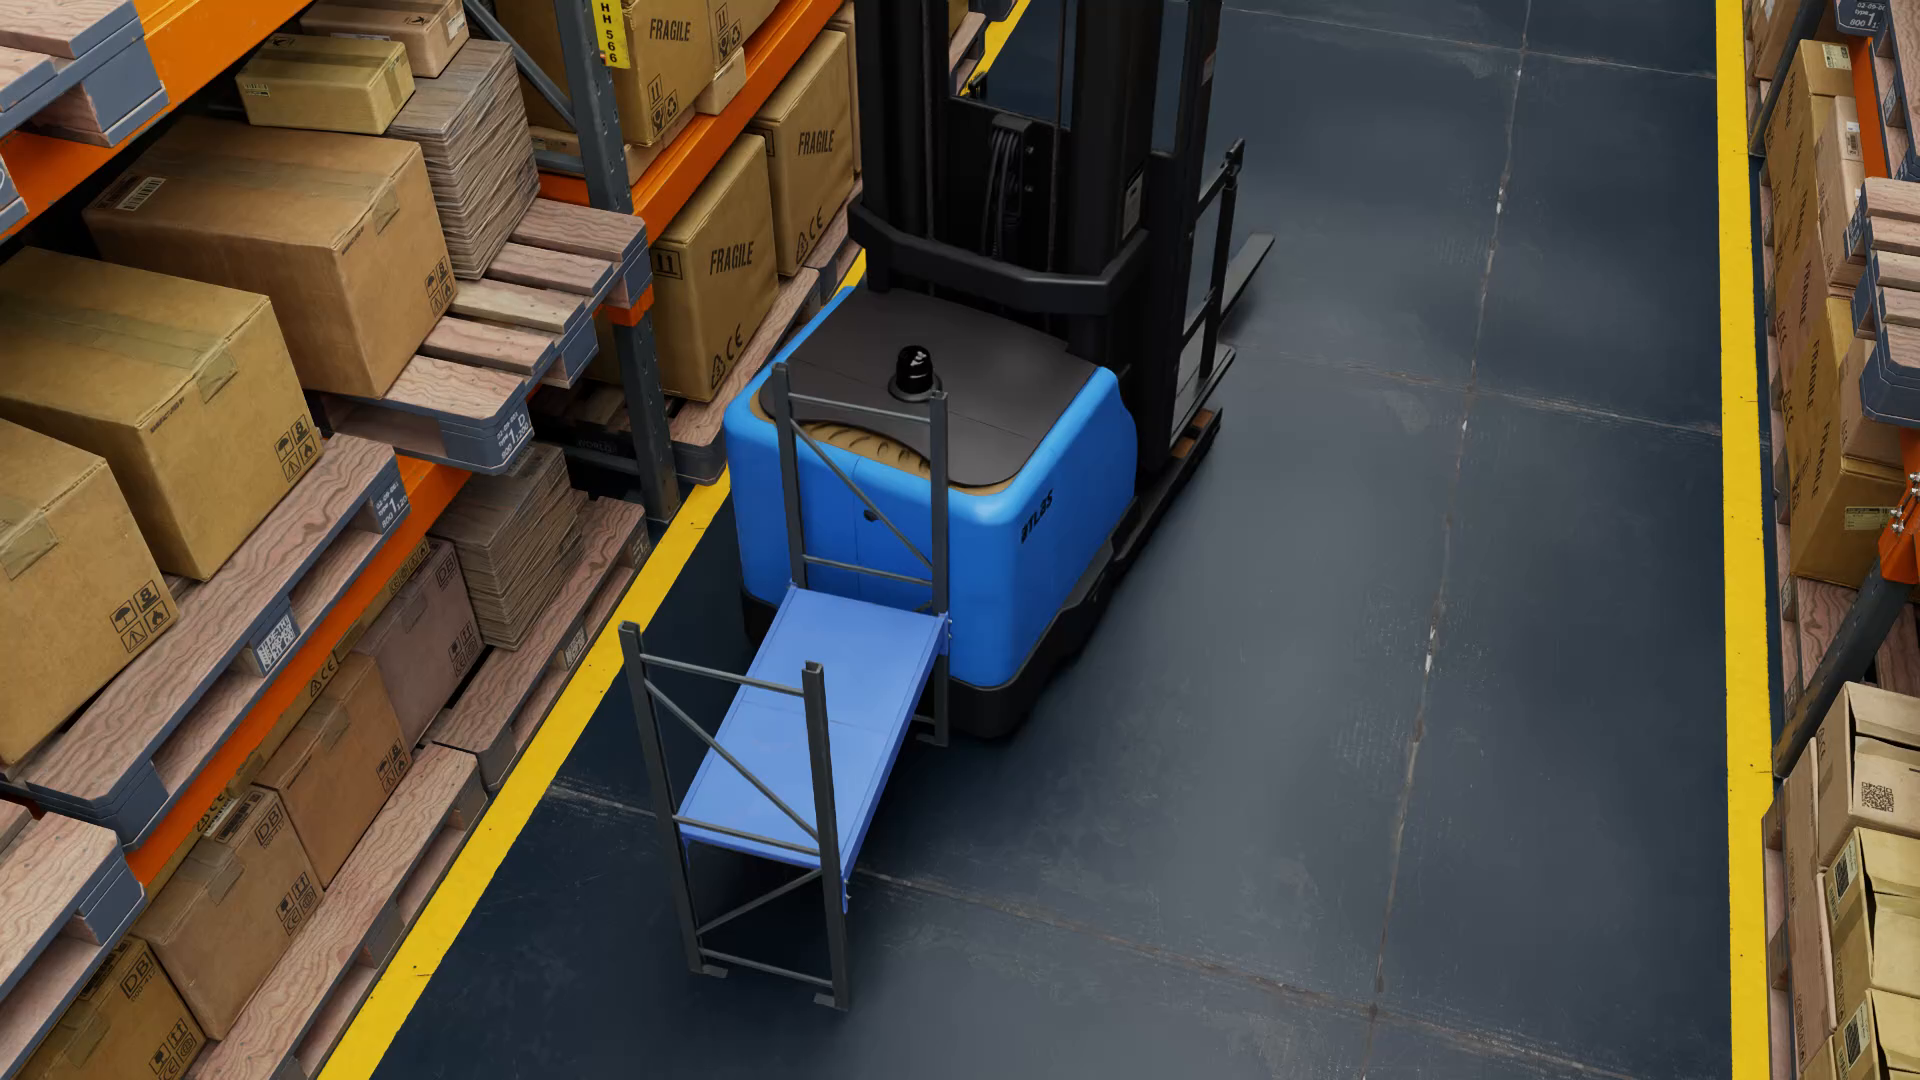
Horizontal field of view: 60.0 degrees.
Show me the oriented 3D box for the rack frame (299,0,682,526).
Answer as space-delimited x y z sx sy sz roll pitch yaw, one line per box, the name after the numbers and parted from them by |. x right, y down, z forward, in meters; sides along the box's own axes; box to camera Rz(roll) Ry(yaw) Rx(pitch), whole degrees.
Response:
-1.563 -1.272 5.405 1.000 3.000 0.127 13 46 13 | rack frame

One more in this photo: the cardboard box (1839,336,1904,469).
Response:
3.232 -0.468 5.520 0.500 0.250 0.500 14 46 14 | cardboard box

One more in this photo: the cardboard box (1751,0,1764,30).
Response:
4.329 -2.732 8.621 0.380 0.149 0.250 13 46 13 | cardboard box

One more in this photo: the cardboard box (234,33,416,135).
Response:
-1.722 -1.243 4.525 0.380 0.149 0.250 6 45 6 | cardboard box

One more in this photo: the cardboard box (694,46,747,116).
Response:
-0.997 -1.685 5.992 0.380 0.149 0.250 14 46 14 | cardboard box

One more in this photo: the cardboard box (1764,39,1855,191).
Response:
3.992 -1.884 7.503 0.500 0.500 0.500 11 45 11 | cardboard box

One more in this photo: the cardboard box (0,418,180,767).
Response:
-2.242 0.053 3.665 0.700 0.500 0.500 19 47 18 | cardboard box

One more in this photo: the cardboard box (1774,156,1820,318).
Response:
3.682 -1.195 6.799 0.500 0.500 0.500 13 46 13 | cardboard box

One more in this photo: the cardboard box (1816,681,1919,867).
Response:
2.720 0.694 4.661 0.500 0.311 0.500 14 46 14 | cardboard box

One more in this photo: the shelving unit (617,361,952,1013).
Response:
-0.418 0.440 4.728 0.538 1.500 1.048 11 46 11 | shelving unit

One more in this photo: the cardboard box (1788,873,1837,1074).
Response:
2.569 1.230 4.514 0.500 0.250 0.500 11 46 11 | cardboard box

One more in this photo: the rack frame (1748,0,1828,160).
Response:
4.370 -2.891 7.060 1.000 3.000 0.127 13 46 13 | rack frame

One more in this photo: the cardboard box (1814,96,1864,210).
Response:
3.689 -1.486 6.560 0.500 0.250 0.500 13 46 13 | cardboard box

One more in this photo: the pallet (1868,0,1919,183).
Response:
3.743 -1.454 5.728 1.003 0.211 1.213 13 46 13 | pallet

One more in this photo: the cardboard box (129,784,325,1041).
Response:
-2.266 0.950 4.607 0.700 0.500 0.500 13 46 13 | cardboard box

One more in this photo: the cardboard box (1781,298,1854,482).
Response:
3.376 -0.507 6.096 0.500 0.500 0.500 11 45 11 | cardboard box

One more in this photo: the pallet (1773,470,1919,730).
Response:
3.421 0.282 5.811 1.003 0.211 1.213 13 46 13 | pallet

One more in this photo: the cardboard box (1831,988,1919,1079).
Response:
2.413 1.386 3.954 0.500 0.311 0.500 11 46 11 | cardboard box

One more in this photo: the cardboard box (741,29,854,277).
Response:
-0.944 -1.698 7.078 0.750 0.750 0.750 12 46 12 | cardboard box

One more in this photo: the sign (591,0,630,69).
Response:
-1.043 -1.549 4.917 0.100 0.325 0.005 13 46 13 | sign

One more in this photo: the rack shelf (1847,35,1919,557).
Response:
3.765 -1.301 5.949 1.077 0.370 4.000 13 46 13 | rack shelf

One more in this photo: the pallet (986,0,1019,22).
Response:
-0.047 -3.432 9.606 1.003 0.211 1.213 13 46 13 | pallet

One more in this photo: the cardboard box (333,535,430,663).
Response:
-1.964 0.054 4.987 0.500 0.250 0.500 13 46 13 | cardboard box

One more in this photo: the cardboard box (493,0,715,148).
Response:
-1.172 -1.690 5.534 0.500 0.500 0.500 14 46 14 | cardboard box

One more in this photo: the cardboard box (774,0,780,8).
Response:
-0.853 -2.368 6.227 0.500 0.500 0.500 12 46 12 | cardboard box

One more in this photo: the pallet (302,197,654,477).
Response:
-1.678 -0.706 4.963 1.213 0.211 1.003 13 46 13 | pallet

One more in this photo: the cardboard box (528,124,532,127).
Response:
-1.709 -1.460 5.763 0.380 0.149 0.250 13 46 13 | cardboard box

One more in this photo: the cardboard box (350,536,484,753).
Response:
-1.998 0.274 5.298 0.700 0.500 0.500 12 46 12 | cardboard box

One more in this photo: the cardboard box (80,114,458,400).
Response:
-1.839 -0.771 4.507 0.700 0.500 0.500 9 45 9 | cardboard box

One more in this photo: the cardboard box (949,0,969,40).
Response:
-0.425 -2.859 8.264 0.750 0.750 0.750 13 46 13 | cardboard box

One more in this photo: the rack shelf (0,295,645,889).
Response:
-2.169 0.319 4.294 1.077 0.370 4.000 13 46 13 | rack shelf

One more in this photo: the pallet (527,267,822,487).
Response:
-1.253 -0.785 6.901 1.003 0.211 1.213 13 46 13 | pallet

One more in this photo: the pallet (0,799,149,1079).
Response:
-2.404 0.985 3.236 1.003 0.211 1.213 13 46 13 | pallet

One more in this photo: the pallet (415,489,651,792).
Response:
-1.801 0.246 5.848 1.003 0.211 1.213 13 46 13 | pallet

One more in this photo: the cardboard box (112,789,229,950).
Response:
-2.283 0.727 4.299 0.500 0.250 0.500 11 46 11 | cardboard box

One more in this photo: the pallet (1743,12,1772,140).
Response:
4.579 -2.352 8.503 1.003 0.211 1.213 13 46 13 | pallet

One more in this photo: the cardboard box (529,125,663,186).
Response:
-1.243 -1.359 5.660 0.380 0.149 0.250 12 46 12 | cardboard box

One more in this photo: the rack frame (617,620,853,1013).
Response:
-0.559 0.782 4.379 0.500 1.500 0.032 11 46 11 | rack frame

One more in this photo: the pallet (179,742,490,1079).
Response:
-2.173 1.056 5.020 1.003 0.211 1.213 13 46 13 | pallet

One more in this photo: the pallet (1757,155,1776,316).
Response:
4.160 -1.344 7.473 1.003 0.211 1.213 13 46 13 | pallet

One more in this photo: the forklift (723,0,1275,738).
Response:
0.383 -1.425 5.610 1.130 2.935 3.031 20 48 20 | forklift
